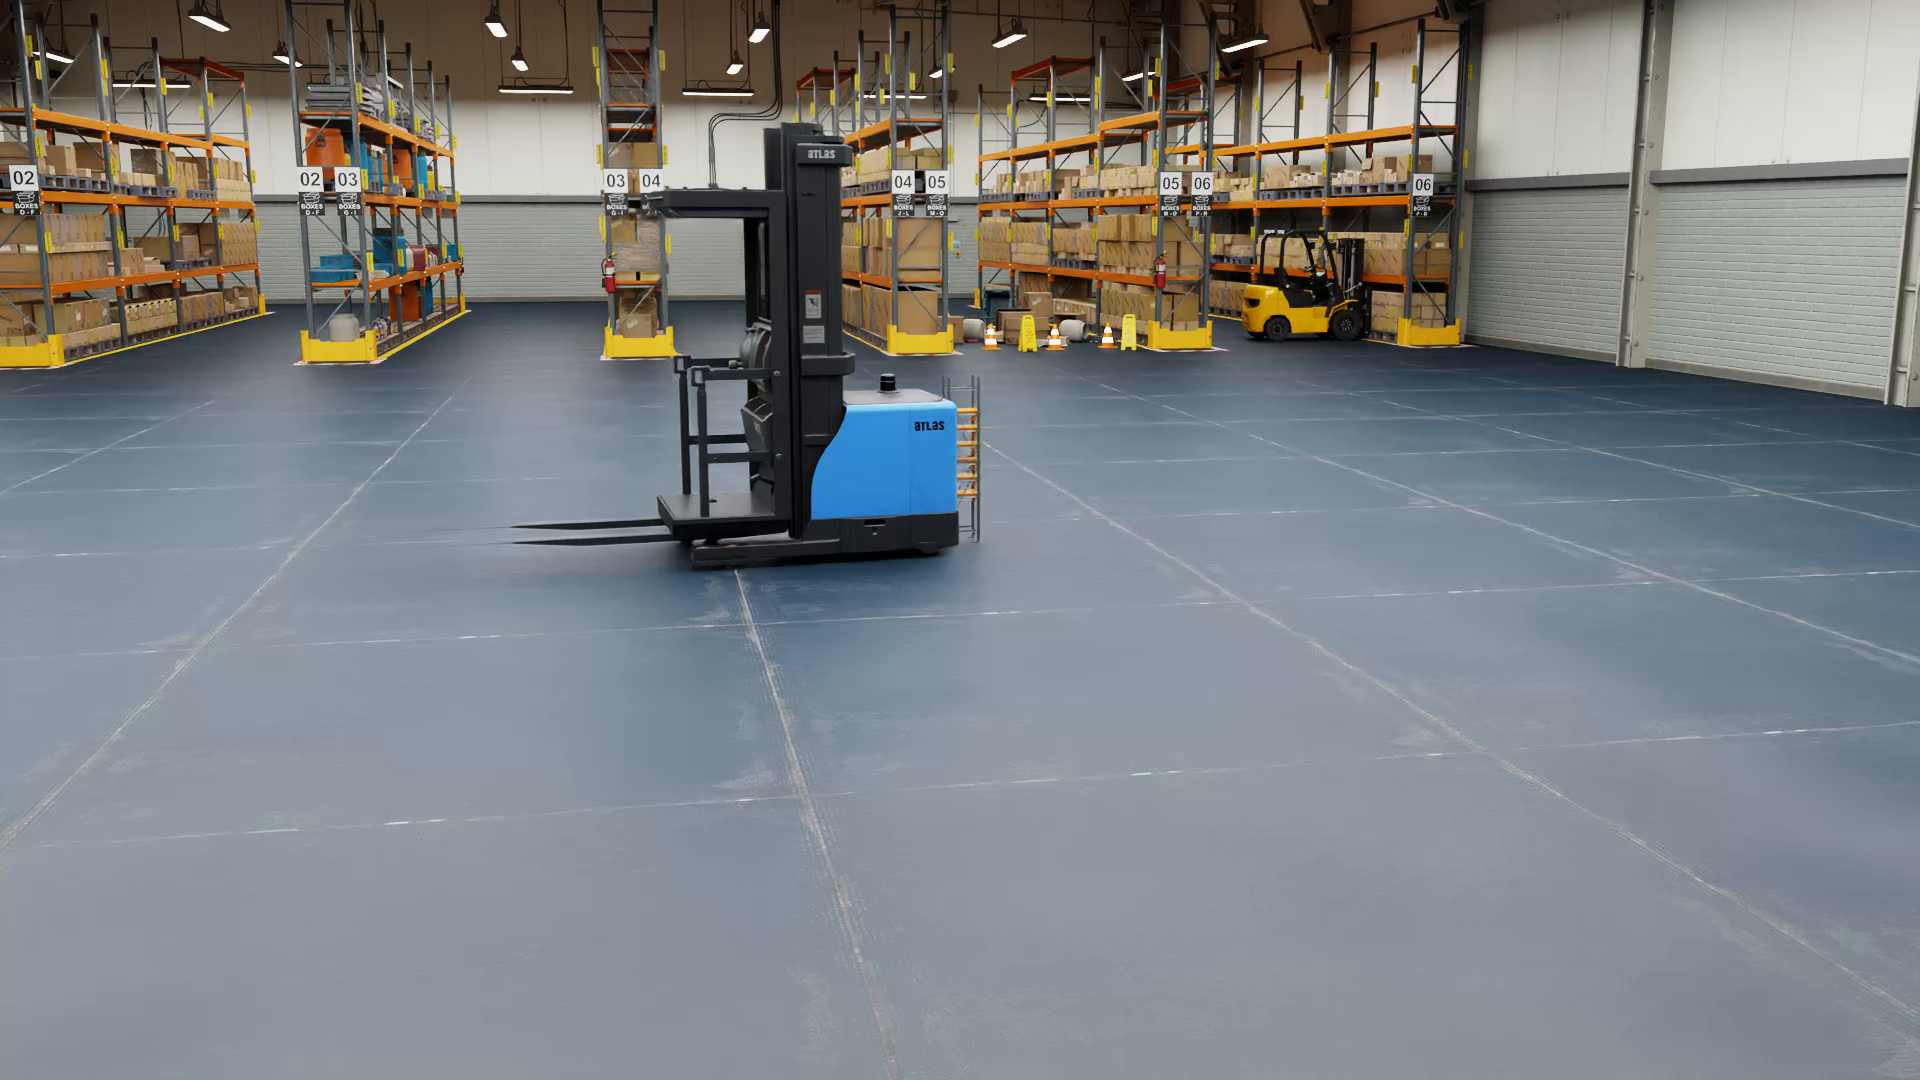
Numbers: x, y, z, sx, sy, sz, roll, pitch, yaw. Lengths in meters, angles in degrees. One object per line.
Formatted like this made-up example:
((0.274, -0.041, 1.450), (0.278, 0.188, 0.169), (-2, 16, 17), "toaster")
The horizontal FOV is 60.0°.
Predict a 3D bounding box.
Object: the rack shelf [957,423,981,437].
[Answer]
((0.006, -0.779, 12.035), (0.258, 0.103, 0.180), (-3, 11, -12), "rack shelf")

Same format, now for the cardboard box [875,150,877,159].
((-1.362, -7.134, 30.783), (0.380, 0.149, 0.250), (-2, 11, -12), "cardboard box")

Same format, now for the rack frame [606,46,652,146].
((-7.157, -9.107, 35.976), (1.000, 3.000, 0.127), (-2, 11, -11), "rack frame")

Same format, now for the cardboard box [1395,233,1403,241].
((8.633, -5.850, 32.112), (0.380, 0.149, 0.250), (-2, 11, -11), "cardboard box")

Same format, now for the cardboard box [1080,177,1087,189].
((2.894, -7.681, 35.785), (0.500, 0.250, 0.500), (-2, 11, -10), "cardboard box")

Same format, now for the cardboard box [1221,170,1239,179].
((6.864, -9.289, 42.334), (0.396, 0.266, 0.258), (-2, 11, -11), "cardboard box")

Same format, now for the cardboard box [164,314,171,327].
((-16.430, -4.474, 33.909), (0.500, 0.250, 0.500), (-2, 11, -12), "cardboard box")

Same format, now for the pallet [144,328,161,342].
((-16.519, -4.055, 32.935), (1.003, 0.211, 1.213), (-2, 11, -11), "pallet")

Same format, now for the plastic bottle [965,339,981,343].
((0.252, -3.866, 32.344), (0.283, 0.061, 0.133), (-6, 13, -31), "plastic bottle")

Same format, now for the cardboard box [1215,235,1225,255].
((6.782, -7.355, 41.424), (0.700, 0.500, 0.500), (-2, 11, -11), "cardboard box")

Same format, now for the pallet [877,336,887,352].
((-0.949, -3.628, 30.695), (1.003, 0.211, 1.213), (-2, 11, -11), "pallet")

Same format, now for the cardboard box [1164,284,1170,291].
((6.030, -6.873, 45.847), (0.700, 0.500, 0.500), (-2, 11, -9), "cardboard box")

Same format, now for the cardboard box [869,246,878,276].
((-1.292, -5.391, 32.097), (0.875, 0.550, 0.550), (-2, 11, -11), "cardboard box")

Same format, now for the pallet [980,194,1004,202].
((1.162, -9.282, 45.154), (1.003, 0.211, 1.213), (-2, 11, -11), "pallet")

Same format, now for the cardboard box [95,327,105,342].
((-15.593, -3.662, 29.643), (0.500, 0.250, 0.500), (-2, 11, -11), "cardboard box")

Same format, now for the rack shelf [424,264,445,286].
((-12.405, -5.993, 37.585), (1.077, 0.370, 4.000), (-2, 11, -11), "rack shelf")

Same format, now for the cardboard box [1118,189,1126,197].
((3.326, -6.831, 32.713), (0.380, 0.149, 0.250), (-2, 11, -12), "cardboard box")

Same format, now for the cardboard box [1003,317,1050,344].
((1.295, -4.057, 32.164), (0.637, 0.503, 0.797), (9, 14, 38), "cardboard box")

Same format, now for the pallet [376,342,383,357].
((-10.673, -3.304, 28.991), (1.003, 0.211, 1.213), (-2, 11, -11), "pallet")

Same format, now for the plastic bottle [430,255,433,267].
((-12.231, -6.432, 38.301), (0.152, 0.276, 0.135), (-2, 11, -11), "plastic bottle")

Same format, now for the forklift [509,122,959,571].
((-1.583, -1.344, 11.417), (3.031, 2.935, 1.130), (-3, 11, -16), "forklift")

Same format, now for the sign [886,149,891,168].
((-1.251, -6.707, 29.232), (0.100, 0.325, 0.005), (-2, 11, -11), "sign")

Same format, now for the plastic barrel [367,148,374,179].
((-11.549, -7.051, 31.857), (0.600, 0.901, 0.708), (-2, 11, -11), "plastic barrel")

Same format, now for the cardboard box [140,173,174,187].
((-16.993, -7.402, 34.772), (0.910, 0.500, 0.500), (-2, 11, -11), "cardboard box")

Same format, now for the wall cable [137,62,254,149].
((-21.385, -12.138, 46.699), (3.097, 2.526, 0.112), (-2, 11, -11), "wall cable")

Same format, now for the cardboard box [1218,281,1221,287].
((6.732, -6.465, 41.967), (0.380, 0.149, 0.250), (-2, 11, -11), "cardboard box")

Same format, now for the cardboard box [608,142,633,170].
((-6.151, -6.882, 29.909), (0.500, 0.500, 0.500), (-2, 11, -11), "cardboard box")

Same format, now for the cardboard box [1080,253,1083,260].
((2.798, -6.095, 35.747), (0.380, 0.149, 0.250), (-2, 11, -11), "cardboard box")

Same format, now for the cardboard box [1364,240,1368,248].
((8.295, -5.983, 33.607), (0.380, 0.149, 0.250), (-2, 11, -12), "cardboard box")

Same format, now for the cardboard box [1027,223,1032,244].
((1.917, -7.424, 40.237), (0.500, 0.500, 0.500), (-2, 11, -12), "cardboard box")

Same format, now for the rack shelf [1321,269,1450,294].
((8.599, -5.247, 33.668), (1.077, 0.370, 4.000), (-2, 11, -11), "rack shelf")

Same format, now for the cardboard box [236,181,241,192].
((-17.890, -8.644, 40.633), (0.500, 0.250, 0.500), (-2, 11, -11), "cardboard box")

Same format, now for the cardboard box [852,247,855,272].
((-1.956, -5.816, 34.462), (0.500, 0.500, 0.500), (-2, 11, -12), "cardboard box")

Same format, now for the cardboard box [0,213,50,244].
((-15.408, -5.115, 27.312), (0.700, 0.500, 0.500), (-2, 11, -11), "cardboard box")

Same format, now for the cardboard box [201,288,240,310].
((-18.024, -5.868, 40.504), (0.797, 0.503, 0.637), (-2, 11, -11), "cardboard box")

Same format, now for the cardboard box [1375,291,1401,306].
((8.487, -4.747, 32.673), (0.500, 0.250, 0.500), (-2, 11, -10), "cardboard box")

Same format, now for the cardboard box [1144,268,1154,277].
((3.679, -5.033, 31.287), (0.380, 0.149, 0.250), (-2, 11, -12), "cardboard box")

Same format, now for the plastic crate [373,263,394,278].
((-10.756, -4.980, 30.736), (0.499, 0.251, 0.616), (-2, 11, -11), "plastic crate")

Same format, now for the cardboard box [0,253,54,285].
((-15.397, -4.468, 27.382), (0.700, 0.500, 0.500), (-2, 11, -11), "cardboard box")

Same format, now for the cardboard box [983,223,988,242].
((0.929, -8.335, 45.023), (0.500, 0.500, 0.500), (-2, 11, -13), "cardboard box")

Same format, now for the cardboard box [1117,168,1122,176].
((3.327, -7.271, 32.890), (0.380, 0.149, 0.250), (-2, 11, -13), "cardboard box")

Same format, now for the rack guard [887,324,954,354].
((-0.712, -3.622, 29.889), (1.175, 0.500, 0.348), (-2, 11, -11), "rack guard")

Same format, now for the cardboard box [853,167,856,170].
((-2.269, -8.444, 38.203), (0.396, 0.266, 0.258), (-2, 11, -11), "cardboard box")

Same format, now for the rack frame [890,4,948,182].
((-0.716, -7.801, 29.117), (1.000, 3.000, 0.127), (-2, 11, -11), "rack frame")

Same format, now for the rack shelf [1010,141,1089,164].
((2.175, -9.284, 39.901), (1.077, 0.370, 4.000), (-2, 11, -11), "rack shelf")

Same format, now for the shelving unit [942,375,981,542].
((0.006, -0.587, 12.071), (0.258, 1.200, 0.189), (-3, 11, -12), "shelving unit")

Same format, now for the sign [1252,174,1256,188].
((6.899, -8.409, 38.952), (0.100, 0.325, 0.005), (-2, 11, -11), "sign")

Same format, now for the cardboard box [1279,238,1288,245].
((7.466, -6.764, 37.707), (0.380, 0.149, 0.250), (-2, 11, -10), "cardboard box")

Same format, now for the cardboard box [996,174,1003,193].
((1.253, -9.390, 43.830), (0.500, 0.500, 0.500), (-2, 11, -10), "cardboard box")

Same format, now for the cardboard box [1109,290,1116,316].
((3.307, -4.795, 33.590), (0.500, 0.500, 0.500), (-2, 11, -9), "cardboard box")

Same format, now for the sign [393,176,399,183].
((-10.696, -6.742, 31.549), (0.100, 0.325, 0.005), (-2, 11, -11), "sign")

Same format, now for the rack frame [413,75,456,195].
((-13.572, -10.394, 42.739), (1.000, 3.000, 0.127), (-2, 11, -11), "rack frame")

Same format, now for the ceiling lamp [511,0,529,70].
((-9.886, -12.477, 38.069), (0.800, 3.185, 2.000), (-2, 11, -11), "ceiling lamp")
